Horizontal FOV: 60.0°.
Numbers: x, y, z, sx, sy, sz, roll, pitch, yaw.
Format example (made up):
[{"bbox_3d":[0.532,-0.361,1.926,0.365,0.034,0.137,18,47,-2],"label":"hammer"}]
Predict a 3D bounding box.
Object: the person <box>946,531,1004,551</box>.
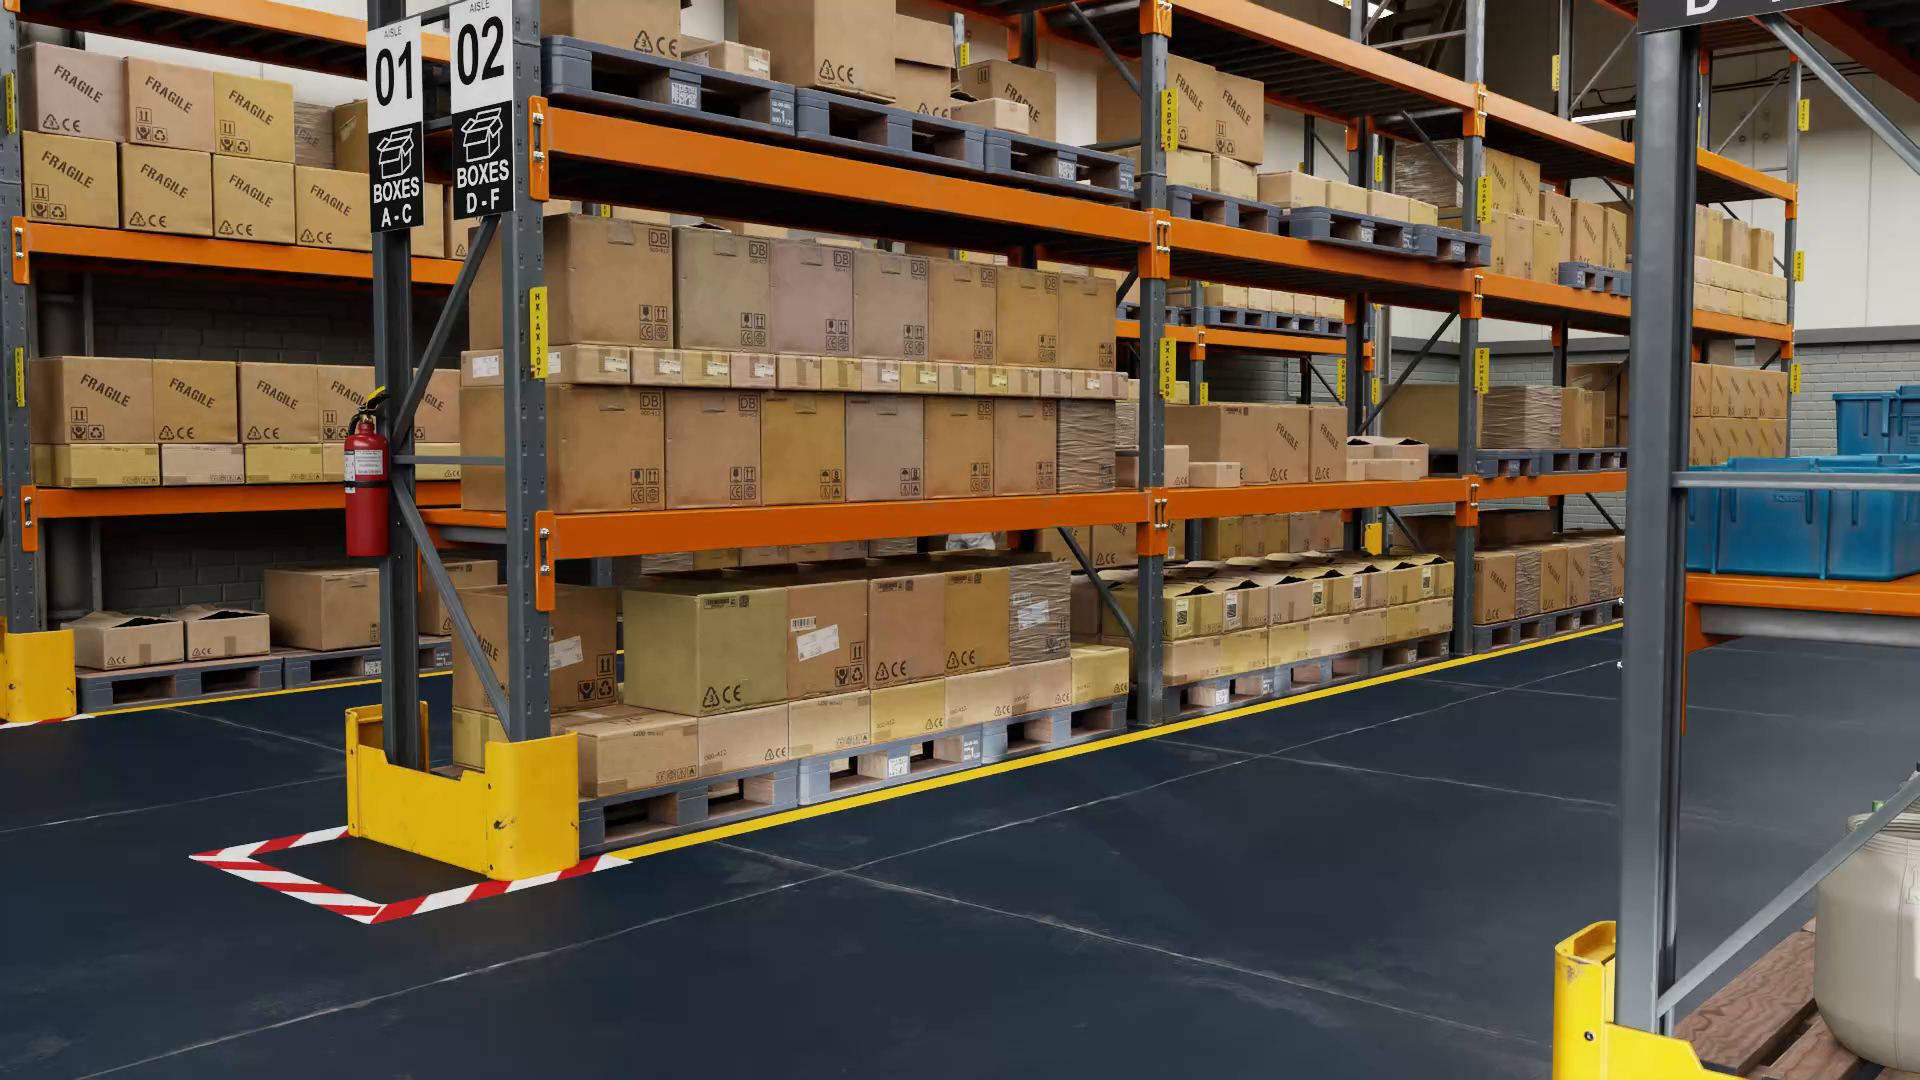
[{"bbox_3d":[0.067,-0.113,13.331,0.547,1.787,0.404,3,5,40],"label":"person"}]
